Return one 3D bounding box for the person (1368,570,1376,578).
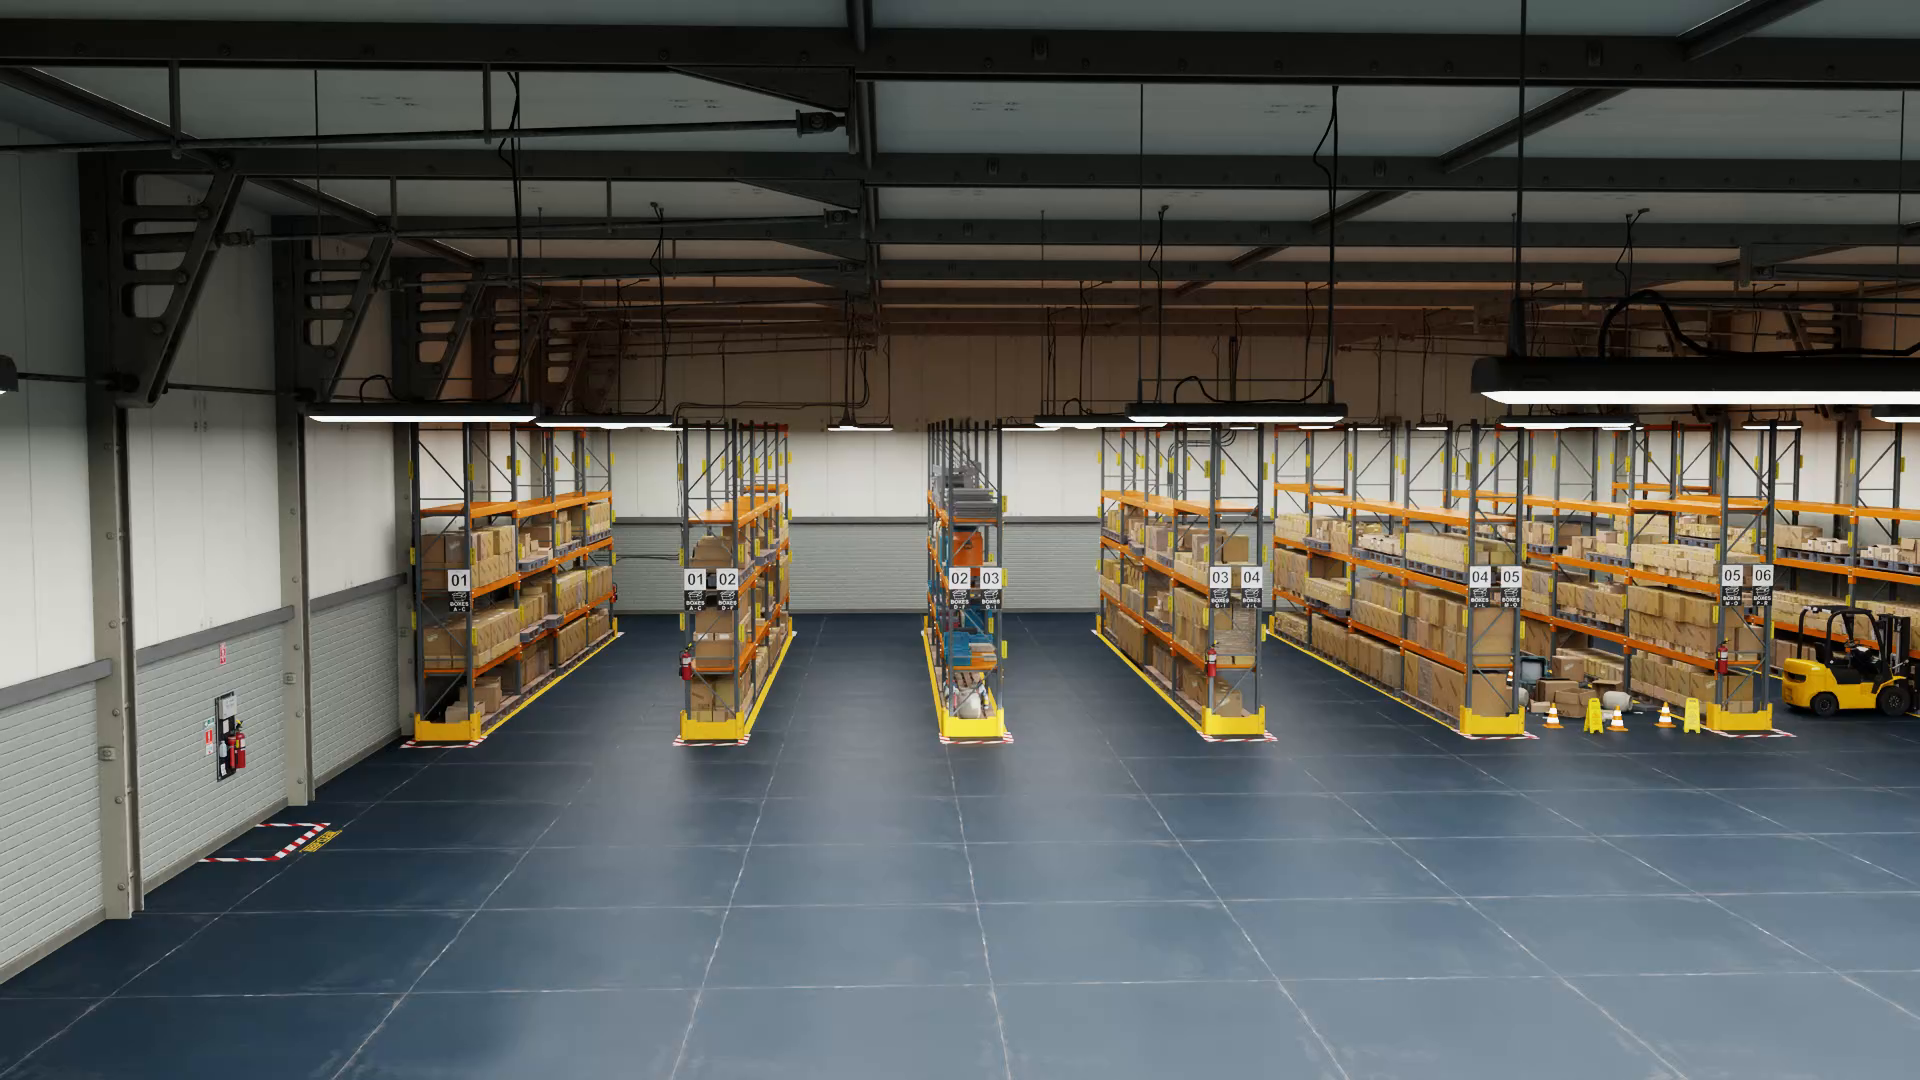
[{"bbox_3d":[12.172,1.721,49.238,0.901,1.689,0.676,0,4,1],"label":"person"}]
